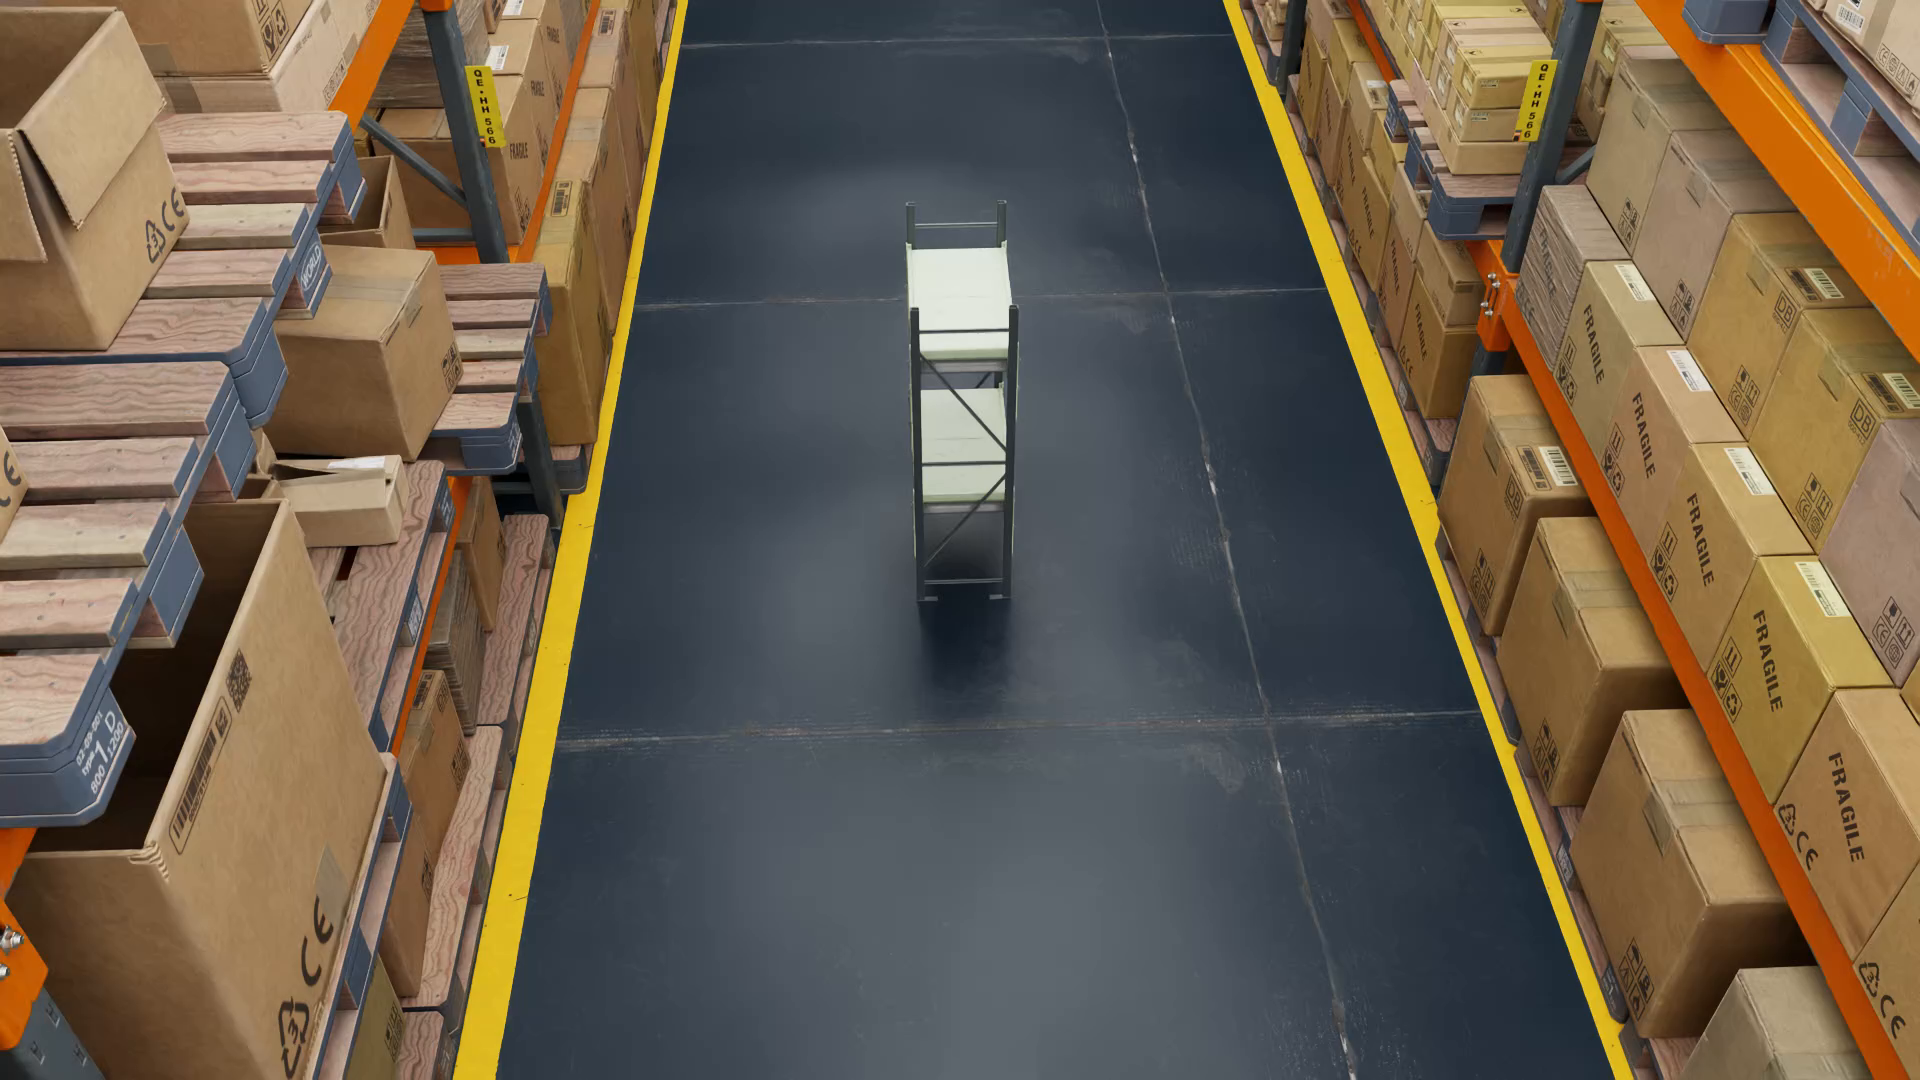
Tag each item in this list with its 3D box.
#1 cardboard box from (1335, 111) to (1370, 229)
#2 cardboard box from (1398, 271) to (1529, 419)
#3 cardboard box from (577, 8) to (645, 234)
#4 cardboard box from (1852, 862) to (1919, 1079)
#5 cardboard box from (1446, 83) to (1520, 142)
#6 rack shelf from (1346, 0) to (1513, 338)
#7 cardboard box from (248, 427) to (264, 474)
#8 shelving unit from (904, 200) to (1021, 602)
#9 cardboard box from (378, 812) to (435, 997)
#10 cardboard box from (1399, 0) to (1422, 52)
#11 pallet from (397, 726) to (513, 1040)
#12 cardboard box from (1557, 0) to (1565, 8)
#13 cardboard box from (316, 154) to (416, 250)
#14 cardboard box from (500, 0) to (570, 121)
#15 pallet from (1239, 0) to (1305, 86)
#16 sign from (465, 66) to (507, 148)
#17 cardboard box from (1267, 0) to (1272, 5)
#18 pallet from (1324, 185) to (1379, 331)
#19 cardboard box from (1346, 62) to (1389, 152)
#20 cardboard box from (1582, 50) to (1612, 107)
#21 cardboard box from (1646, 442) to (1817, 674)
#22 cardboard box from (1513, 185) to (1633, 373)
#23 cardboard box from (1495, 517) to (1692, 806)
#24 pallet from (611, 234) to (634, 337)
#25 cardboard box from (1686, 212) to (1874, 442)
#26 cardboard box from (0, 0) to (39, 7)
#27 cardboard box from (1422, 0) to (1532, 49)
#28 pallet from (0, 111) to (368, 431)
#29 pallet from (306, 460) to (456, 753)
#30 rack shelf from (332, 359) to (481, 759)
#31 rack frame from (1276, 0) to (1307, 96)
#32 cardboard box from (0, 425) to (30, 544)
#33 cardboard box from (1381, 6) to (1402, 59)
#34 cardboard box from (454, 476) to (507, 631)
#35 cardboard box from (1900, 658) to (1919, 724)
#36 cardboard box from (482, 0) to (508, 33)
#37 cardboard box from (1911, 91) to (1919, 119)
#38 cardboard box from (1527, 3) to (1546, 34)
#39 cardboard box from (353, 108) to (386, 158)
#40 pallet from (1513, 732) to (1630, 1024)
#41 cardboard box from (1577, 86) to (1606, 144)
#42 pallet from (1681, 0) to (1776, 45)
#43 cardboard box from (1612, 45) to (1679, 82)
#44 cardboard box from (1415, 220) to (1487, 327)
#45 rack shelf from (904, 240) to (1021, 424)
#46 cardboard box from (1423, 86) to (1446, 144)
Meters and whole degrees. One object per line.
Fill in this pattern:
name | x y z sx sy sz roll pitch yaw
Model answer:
cardboard box | 2.328 -1.963 8.861 0.500 0.500 0.500 -1 43 -1
cardboard box | 2.382 -0.917 7.719 0.500 0.500 0.500 -2 43 -2
cardboard box | -2.372 -2.210 8.852 1.225 0.875 0.875 -3 43 -3
cardboard box | 2.552 1.072 3.936 0.500 0.500 0.500 -2 43 -2
cardboard box | 2.196 -1.739 6.732 0.380 0.149 0.250 -1 43 -1
rack shelf | 2.587 -2.331 8.256 1.077 0.370 4.000 -2 43 -2
cardboard box | -2.447 -0.134 5.126 0.500 0.250 0.500 -3 43 -3
shelving unit | 0.000 -0.548 6.888 0.431 1.500 0.755 -2 43 -2
cardboard box | -2.148 1.172 5.426 0.700 0.500 0.500 -5 43 -5
cardboard box | 2.159 -2.265 7.306 0.380 0.149 0.250 -2 43 -2
pallet | -2.208 1.205 5.929 1.003 0.211 1.213 -2 43 -2
cardboard box | 2.815 -2.371 7.202 0.380 0.149 0.250 -3 43 -4
cardboard box | -2.225 -1.001 5.887 0.500 0.500 0.500 -6 43 -7
cardboard box | -2.086 -2.239 7.548 0.500 0.500 0.500 -2 43 -3
pallet | 2.438 -3.371 10.921 1.003 0.211 1.213 -2 43 -2
sign | -1.746 -1.592 6.118 0.100 0.325 0.005 -2 43 -2
cardboard box | 2.147 -3.546 10.627 0.380 0.149 0.250 -4 43 -4
pallet | 2.591 -1.568 8.954 1.003 0.211 1.213 -2 43 -2
cardboard box | 2.312 -2.246 8.615 0.500 0.250 0.500 0 43 0
cardboard box | 2.838 -1.933 6.944 0.380 0.149 0.250 0 43 0
cardboard box | 2.485 0.048 5.054 0.500 0.500 0.500 -2 43 -2
cardboard box | 2.421 -0.972 6.167 0.500 0.500 0.500 -1 43 -1
cardboard box | 2.648 0.432 6.063 1.050 0.750 0.750 -1 43 -1
pallet | -2.295 -1.500 8.880 1.003 0.211 1.213 -2 43 -2
cardboard box | 2.728 -0.661 5.087 0.700 0.500 0.500 -2 43 -2
cardboard box | -2.479 -1.493 4.144 0.500 0.500 0.500 -3 43 -3
cardboard box | 2.173 -2.192 7.006 0.380 0.149 0.250 0 43 0
pallet | -2.085 -0.628 3.784 1.213 0.211 1.003 -2 43 -2
pallet | -2.163 0.234 5.067 1.003 0.211 1.213 -2 43 -2
rack shelf | -2.203 0.443 5.229 1.077 0.370 4.000 -2 43 -2
rack frame | 2.502 -3.947 9.486 1.000 3.000 0.127 -2 43 -2
cardboard box | -2.039 -0.091 2.672 0.797 0.503 0.637 -4 43 -4
cardboard box | 2.151 -2.320 7.586 0.380 0.149 0.250 -3 43 -4
cardboard box | -2.240 0.039 6.662 0.700 0.500 0.500 -4 43 -4
cardboard box | 2.791 0.366 3.966 0.700 0.500 0.500 -2 43 -2
cardboard box | -2.328 -2.513 7.105 0.797 0.503 0.637 -1 43 -1
cardboard box | 2.547 -0.988 3.719 0.500 0.311 0.500 -3 43 -3
cardboard box | 2.804 -2.342 7.609 0.380 0.149 0.250 0 43 0
cardboard box | -2.557 -1.535 6.781 0.500 0.500 0.500 0 43 0
pallet | 2.679 1.138 6.002 1.003 0.211 1.213 -2 43 -2
cardboard box | 2.843 -1.798 7.016 0.380 0.149 0.250 0 43 0
pallet | 2.752 -1.849 5.117 1.213 0.211 1.003 0 43 0
cardboard box | 2.845 -1.848 6.631 0.380 0.149 0.250 -2 43 -2
cardboard box | 2.381 -1.210 7.484 0.500 0.250 0.500 -3 43 -3
rack shelf | 0.000 -0.836 6.624 0.431 0.370 0.720 -2 43 -2
cardboard box | 2.183 -1.796 7.014 0.380 0.149 0.250 -2 43 -2
